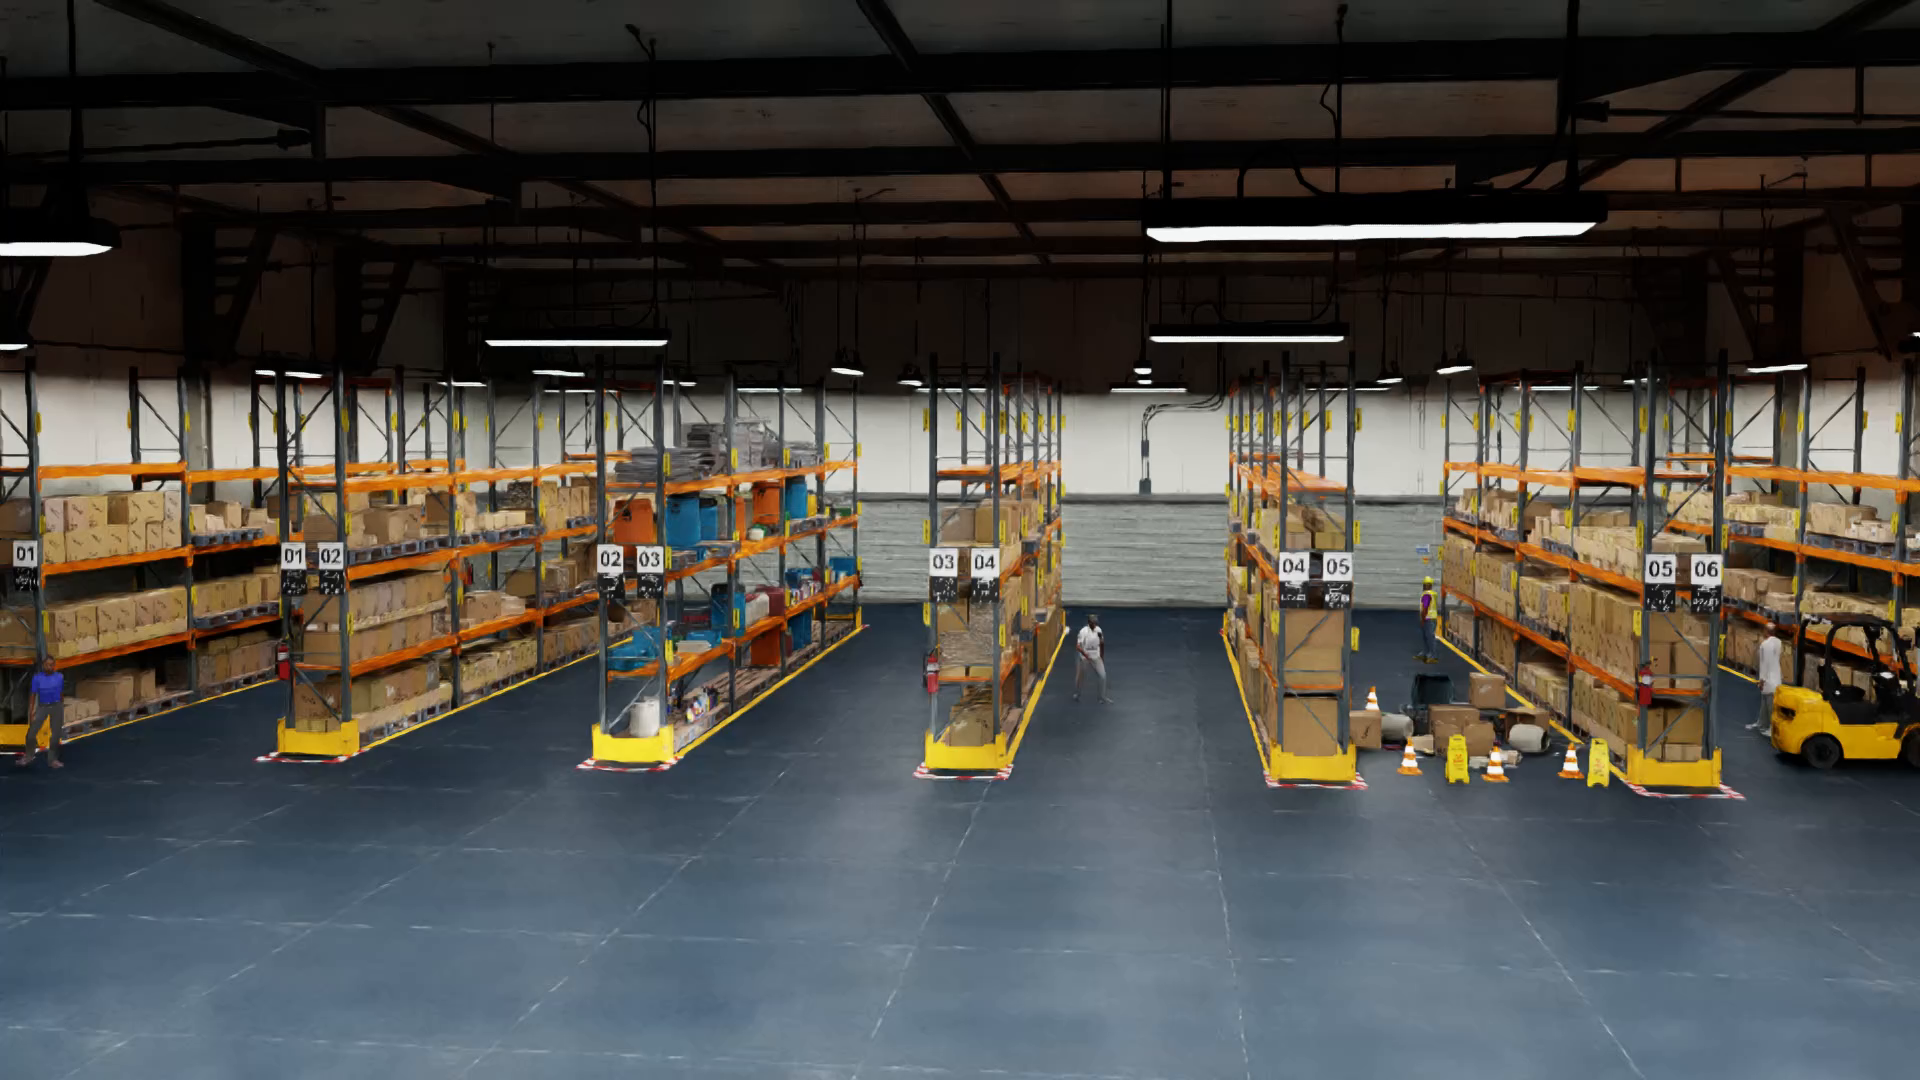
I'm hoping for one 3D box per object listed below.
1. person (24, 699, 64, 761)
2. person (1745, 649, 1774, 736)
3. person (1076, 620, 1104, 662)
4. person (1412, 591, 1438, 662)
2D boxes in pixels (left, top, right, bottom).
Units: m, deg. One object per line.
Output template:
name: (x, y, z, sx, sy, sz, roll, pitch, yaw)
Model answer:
person: (-13.291, 2.757, 24.134, 0.510, 0.942, 0.446, -3, 5, -37)
person: (12.889, 2.330, 26.609, 0.636, 1.544, 0.537, 3, 5, 35)
person: (2.346, 1.776, 29.545, 0.568, 0.921, 0.530, -1, 4, -10)
person: (9.722, 1.788, 34.732, 0.579, 1.488, 0.604, 2, 5, 26)
